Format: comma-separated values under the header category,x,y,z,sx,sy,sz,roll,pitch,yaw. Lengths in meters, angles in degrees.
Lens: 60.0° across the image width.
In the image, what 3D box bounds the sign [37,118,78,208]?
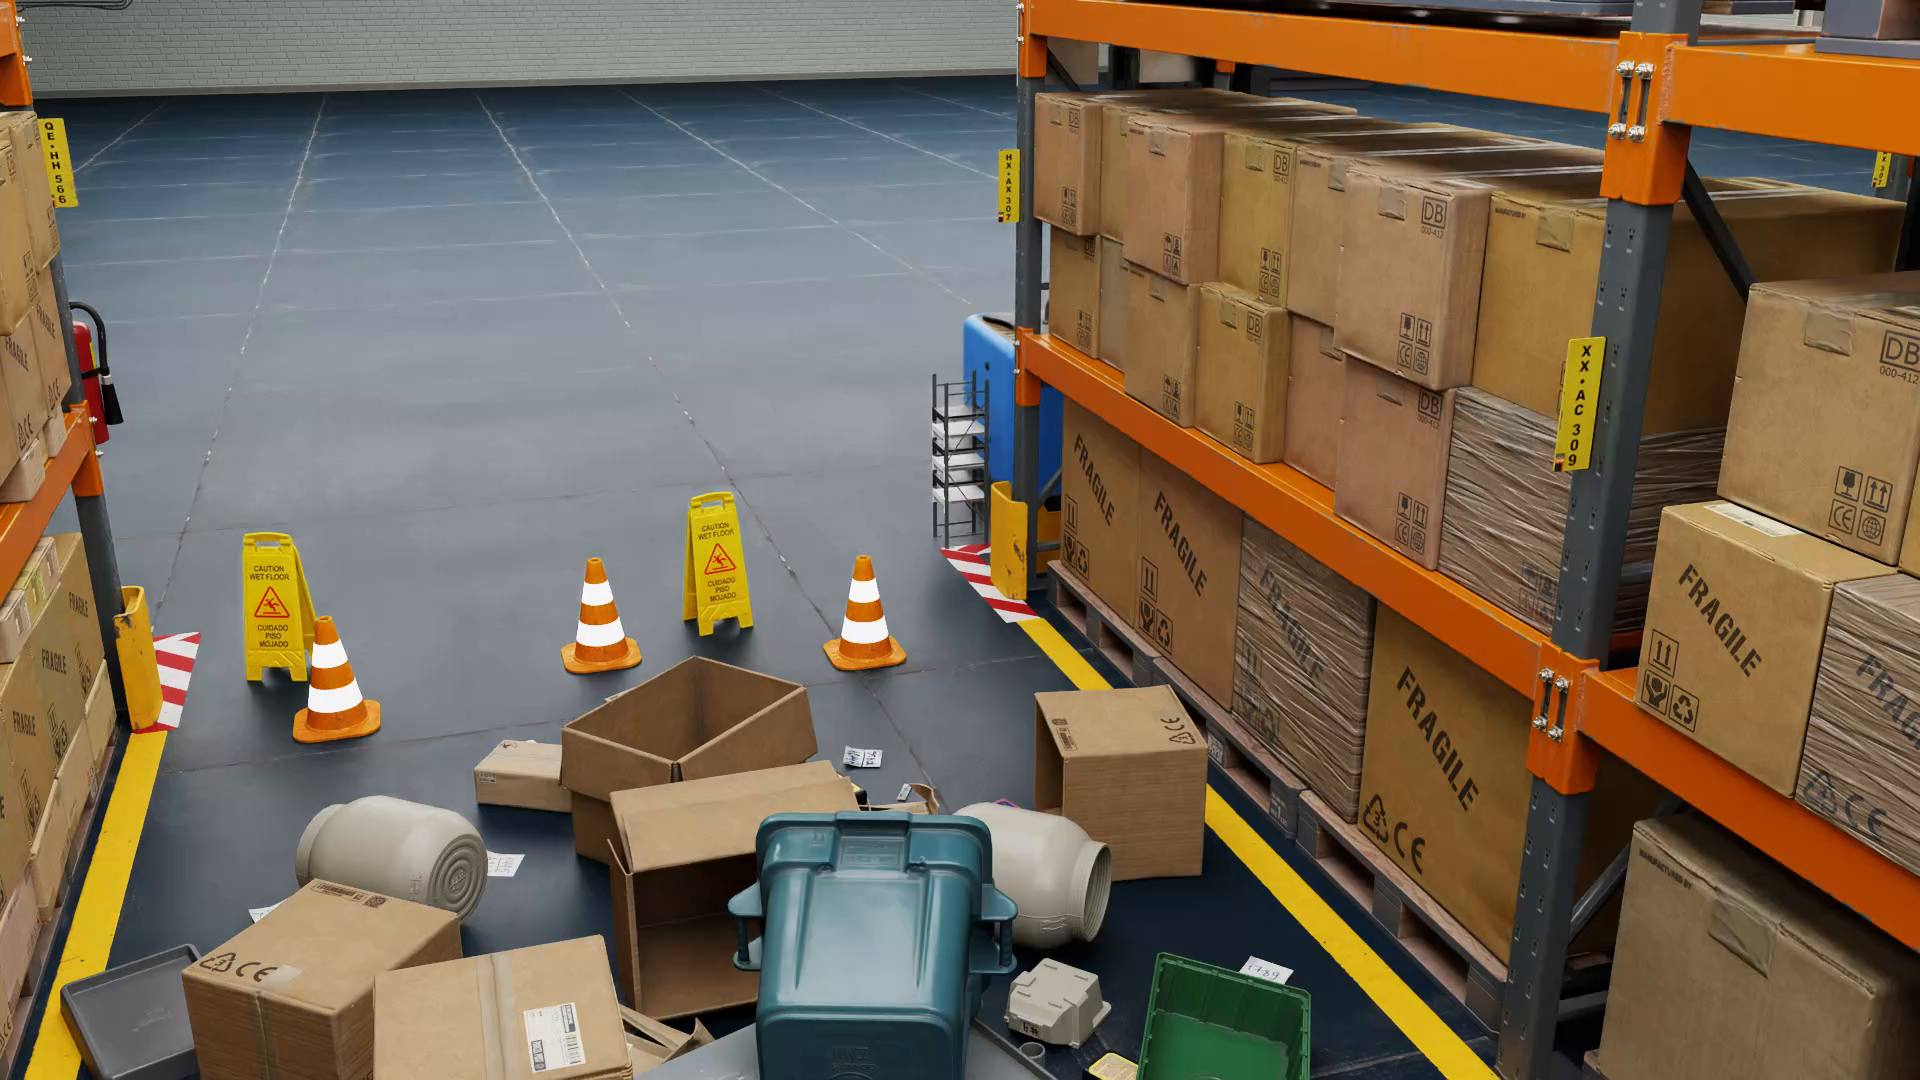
category,x,y,z,sx,sy,sz,roll,pitch,yaw
sign,-3.383,-1.409,6.223,0.100,0.325,0.005,-6,21,-17

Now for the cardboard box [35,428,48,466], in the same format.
category,x,y,z,sx,sy,sz,roll,pitch,yaw
cardboard box,-3.350,-0.294,5.668,0.380,0.149,0.250,-7,21,-18

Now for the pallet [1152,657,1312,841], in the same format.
category,x,y,z,sx,sy,sz,roll,pitch,yaw
pallet,1.457,0.730,6.572,1.003,0.211,1.213,-6,21,-17

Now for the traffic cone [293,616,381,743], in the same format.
category,x,y,z,sx,sy,sz,roll,pitch,yaw
traffic cone,-2.556,0.532,6.752,0.336,0.463,0.334,-6,21,-17

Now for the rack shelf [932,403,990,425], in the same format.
category,x,y,z,sx,sy,sz,roll,pitch,yaw
rack shelf,0.002,-0.644,8.677,0.258,0.077,0.200,-6,21,-17

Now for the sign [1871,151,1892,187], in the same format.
category,x,y,z,sx,sy,sz,roll,pitch,yaw
sign,4.976,-2.066,8.950,0.100,0.325,0.005,-6,21,-17

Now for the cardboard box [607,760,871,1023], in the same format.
category,x,y,z,sx,sy,sz,roll,pitch,yaw
cardboard box,-0.659,1.042,5.071,0.797,0.637,0.503,-6,21,-17

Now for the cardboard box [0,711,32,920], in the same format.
category,x,y,z,sx,sy,sz,roll,pitch,yaw
cardboard box,-2.929,0.809,4.564,0.500,0.500,0.500,-5,20,-14

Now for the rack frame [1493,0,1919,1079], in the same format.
category,x,y,z,sx,sy,sz,roll,pitch,yaw
rack frame,2.008,0.062,4.306,1.000,3.000,0.127,-6,21,-17

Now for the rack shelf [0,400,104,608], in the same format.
category,x,y,z,sx,sy,sz,roll,pitch,yaw
rack shelf,-3.288,0.317,4.660,1.077,0.370,4.000,-6,21,-17

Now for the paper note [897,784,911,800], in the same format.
category,x,y,z,sx,sy,sz,roll,pitch,yaw
paper note,-0.208,0.948,6.261,0.032,0.001,0.123,4,20,11

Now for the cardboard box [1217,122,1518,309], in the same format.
category,x,y,z,sx,sy,sz,roll,pitch,yaw
cardboard box,1.429,-1.160,5.890,0.875,0.550,0.500,-6,21,-17

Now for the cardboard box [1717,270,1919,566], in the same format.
category,x,y,z,sx,sy,sz,roll,pitch,yaw
cardboard box,2.170,-0.297,3.679,0.700,0.500,0.500,-7,21,-18

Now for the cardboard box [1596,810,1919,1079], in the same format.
category,x,y,z,sx,sy,sz,roll,pitch,yaw
cardboard box,2.289,1.113,4.088,1.050,0.750,0.750,-6,21,-17

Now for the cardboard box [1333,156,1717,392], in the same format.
category,x,y,z,sx,sy,sz,roll,pitch,yaw
cardboard box,1.642,-0.803,4.895,0.875,0.550,0.550,-6,21,-17

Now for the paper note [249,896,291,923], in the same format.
category,x,y,z,sx,sy,sz,roll,pitch,yaw
paper note,-2.239,1.227,5.456,0.142,0.019,0.148,-15,25,-36

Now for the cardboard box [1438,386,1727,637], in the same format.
category,x,y,z,sx,sy,sz,roll,pitch,yaw
cardboard box,1.881,-0.126,4.607,0.875,0.550,0.550,-6,21,-17

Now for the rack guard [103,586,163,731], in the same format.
category,x,y,z,sx,sy,sz,roll,pitch,yaw
rack guard,-3.892,0.538,6.680,1.175,0.500,0.348,-6,21,-17

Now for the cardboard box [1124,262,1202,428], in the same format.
category,x,y,z,sx,sy,sz,roll,pitch,yaw
cardboard box,1.161,-0.811,6.514,0.875,0.550,0.550,-6,21,-17

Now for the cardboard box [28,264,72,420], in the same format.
category,x,y,z,sx,sy,sz,roll,pitch,yaw
cardboard box,-3.484,-0.705,5.855,0.500,0.500,0.500,-7,21,-18

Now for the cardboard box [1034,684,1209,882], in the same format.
category,x,y,z,sx,sy,sz,roll,pitch,yaw
cardboard box,0.546,0.848,5.812,0.500,0.500,0.500,-3,20,-8

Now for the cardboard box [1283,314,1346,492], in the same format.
category,x,y,z,sx,sy,sz,roll,pitch,yaw
cardboard box,1.629,-0.486,5.609,0.875,0.550,0.550,-6,21,-17

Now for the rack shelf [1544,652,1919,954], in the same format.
category,x,y,z,sx,sy,sz,roll,pitch,yaw
rack shelf,2.637,1.042,2.641,1.077,0.370,4.000,-6,21,-17

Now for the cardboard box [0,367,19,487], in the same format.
category,x,y,z,sx,sy,sz,roll,pitch,yaw
cardboard box,-3.177,-0.383,4.958,0.500,0.500,0.500,-6,21,-17

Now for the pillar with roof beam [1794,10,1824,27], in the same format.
category,x,y,z,sx,sy,sz,roll,pitch,yaw
pillar with roof beam,10.895,-11.305,27.077,9.100,9.000,0.400,-6,21,-17

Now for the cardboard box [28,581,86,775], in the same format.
category,x,y,z,sx,sy,sz,roll,pitch,yaw
cardboard box,-3.250,0.477,5.489,0.500,0.500,0.500,-6,21,-15

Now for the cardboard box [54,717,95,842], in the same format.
category,x,y,z,sx,sy,sz,roll,pitch,yaw
cardboard box,-3.251,0.831,5.612,0.500,0.250,0.500,-6,21,-17

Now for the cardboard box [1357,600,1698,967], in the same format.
category,x,y,z,sx,sy,sz,roll,pitch,yaw
cardboard box,1.877,0.655,5.177,0.875,0.875,0.875,-6,21,-16

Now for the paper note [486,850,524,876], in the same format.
category,x,y,z,sx,sy,sz,roll,pitch,yaw
paper note,-1.605,1.120,5.770,0.148,0.019,0.142,1,20,2

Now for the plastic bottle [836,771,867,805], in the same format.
category,x,y,z,sx,sy,sz,roll,pitch,yaw
plastic bottle,-0.440,0.948,6.187,0.133,0.061,0.283,-15,25,-36

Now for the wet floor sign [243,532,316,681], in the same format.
category,x,y,z,sx,sy,sz,roll,pitch,yaw
wet floor sign,-2.960,0.270,7.210,0.267,0.644,0.232,1,20,2

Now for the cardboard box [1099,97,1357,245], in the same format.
category,x,y,z,sx,sy,sz,roll,pitch,yaw
cardboard box,1.091,-1.510,6.865,0.875,0.550,0.550,-6,21,-17

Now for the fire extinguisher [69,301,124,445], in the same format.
category,x,y,z,sx,sy,sz,roll,pitch,yaw
fire extinguisher,-3.515,-0.712,6.577,0.296,0.674,0.183,-6,21,-17

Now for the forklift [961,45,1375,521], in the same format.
category,x,y,z,sx,sy,sz,roll,pitch,yaw
forklift,1.582,-1.603,9.044,3.031,2.935,1.130,-5,20,-15

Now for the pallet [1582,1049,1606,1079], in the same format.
category,x,y,z,sx,sy,sz,roll,pitch,yaw
pallet,2.322,1.614,4.111,1.003,0.211,1.213,-6,21,-17

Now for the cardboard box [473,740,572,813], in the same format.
category,x,y,z,sx,sy,sz,roll,pitch,yaw
cardboard box,-1.587,0.884,6.235,0.380,0.149,0.250,4,20,11

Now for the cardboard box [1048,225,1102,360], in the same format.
category,x,y,z,sx,sy,sz,roll,pitch,yaw
cardboard box,0.911,-1.178,7.537,0.875,0.550,0.550,-6,21,-17

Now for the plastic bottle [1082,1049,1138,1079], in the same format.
category,x,y,z,sx,sy,sz,roll,pitch,yaw
plastic bottle,0.489,1.517,4.603,0.283,0.061,0.133,17,26,39

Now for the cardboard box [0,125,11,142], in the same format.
category,x,y,z,sx,sy,sz,roll,pitch,yaw
cardboard box,-3.396,-1.017,5.243,0.700,0.500,0.500,-6,21,-17

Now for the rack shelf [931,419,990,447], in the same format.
category,x,y,z,sx,sy,sz,roll,pitch,yaw
rack shelf,0.002,-0.559,8.708,0.258,0.077,0.200,-6,21,-17

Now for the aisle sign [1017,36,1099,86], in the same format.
category,x,y,z,sx,sy,sz,roll,pitch,yaw
aisle sign,0.444,-2.436,7.415,0.394,0.787,0.004,-6,21,-17

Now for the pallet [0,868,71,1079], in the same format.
category,x,y,z,sx,sy,sz,roll,pitch,yaw
pallet,-3.291,1.329,4.905,1.003,0.211,1.213,-6,21,-17

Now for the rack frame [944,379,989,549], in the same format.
category,x,y,z,sx,sy,sz,roll,pitch,yaw
rack frame,0.034,-0.388,8.666,0.240,0.900,0.006,-6,21,-17

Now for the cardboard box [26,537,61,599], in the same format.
category,x,y,z,sx,sy,sz,roll,pitch,yaw
cardboard box,-3.238,0.115,5.536,0.380,0.149,0.250,-6,21,-16

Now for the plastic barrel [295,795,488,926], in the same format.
category,x,y,z,sx,sy,sz,roll,pitch,yaw
plastic barrel,-1.830,1.051,5.363,0.512,0.421,0.421,8,21,20

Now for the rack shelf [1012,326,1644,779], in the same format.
category,x,y,z,sx,sy,sz,roll,pitch,yaw
rack shelf,1.380,-0.241,6.215,1.077,0.370,4.000,-6,21,-17

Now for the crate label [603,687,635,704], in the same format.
category,x,y,z,sx,sy,sz,roll,pitch,yaw
crate label,-1.304,0.704,6.755,0.298,0.136,0.250,17,26,39

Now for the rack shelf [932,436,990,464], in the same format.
category,x,y,z,sx,sy,sz,roll,pitch,yaw
rack shelf,0.002,-0.474,8.738,0.258,0.077,0.200,-6,21,-17

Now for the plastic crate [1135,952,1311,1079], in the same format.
category,x,y,z,sx,sy,sz,roll,pitch,yaw
plastic crate,0.710,1.442,4.540,0.450,0.188,0.662,13,22,7

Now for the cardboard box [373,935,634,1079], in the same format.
category,x,y,z,sx,sy,sz,roll,pitch,yaw
cardboard box,-0.979,1.242,3.600,0.500,0.500,0.500,-6,21,-17

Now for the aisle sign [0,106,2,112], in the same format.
category,x,y,z,sx,sy,sz,roll,pitch,yaw
aisle sign,-3.660,-1.937,6.027,0.394,0.787,0.004,-6,21,-17

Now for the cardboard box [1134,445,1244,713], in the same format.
category,x,y,z,sx,sy,sz,roll,pitch,yaw
cardboard box,1.306,0.073,6.796,0.875,0.875,0.875,-7,21,-18

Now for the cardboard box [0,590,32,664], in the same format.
category,x,y,z,sx,sy,sz,roll,pitch,yaw
cardboard box,-3.081,0.281,5.075,0.380,0.149,0.250,-5,20,-15

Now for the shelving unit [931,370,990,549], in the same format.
category,x,y,z,sx,sy,sz,roll,pitch,yaw
shelving unit,0.002,-0.421,8.757,0.258,0.900,0.210,-6,21,-17

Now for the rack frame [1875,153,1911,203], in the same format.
category,x,y,z,sx,sy,sz,roll,pitch,yaw
rack frame,5.492,-1.716,9.257,1.000,3.000,0.127,-6,21,-17

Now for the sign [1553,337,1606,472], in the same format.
category,x,y,z,sx,sy,sz,roll,pitch,yaw
sign,1.482,-0.323,3.981,0.100,0.325,0.005,-6,21,-17

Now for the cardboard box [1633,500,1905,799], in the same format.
category,x,y,z,sx,sy,sz,roll,pitch,yaw
cardboard box,1.918,0.212,3.740,0.500,0.500,0.500,-6,21,-17

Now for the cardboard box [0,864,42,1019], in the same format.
category,x,y,z,sx,sy,sz,roll,pitch,yaw
cardboard box,-2.936,1.159,4.699,0.500,0.250,0.500,-7,21,-18
